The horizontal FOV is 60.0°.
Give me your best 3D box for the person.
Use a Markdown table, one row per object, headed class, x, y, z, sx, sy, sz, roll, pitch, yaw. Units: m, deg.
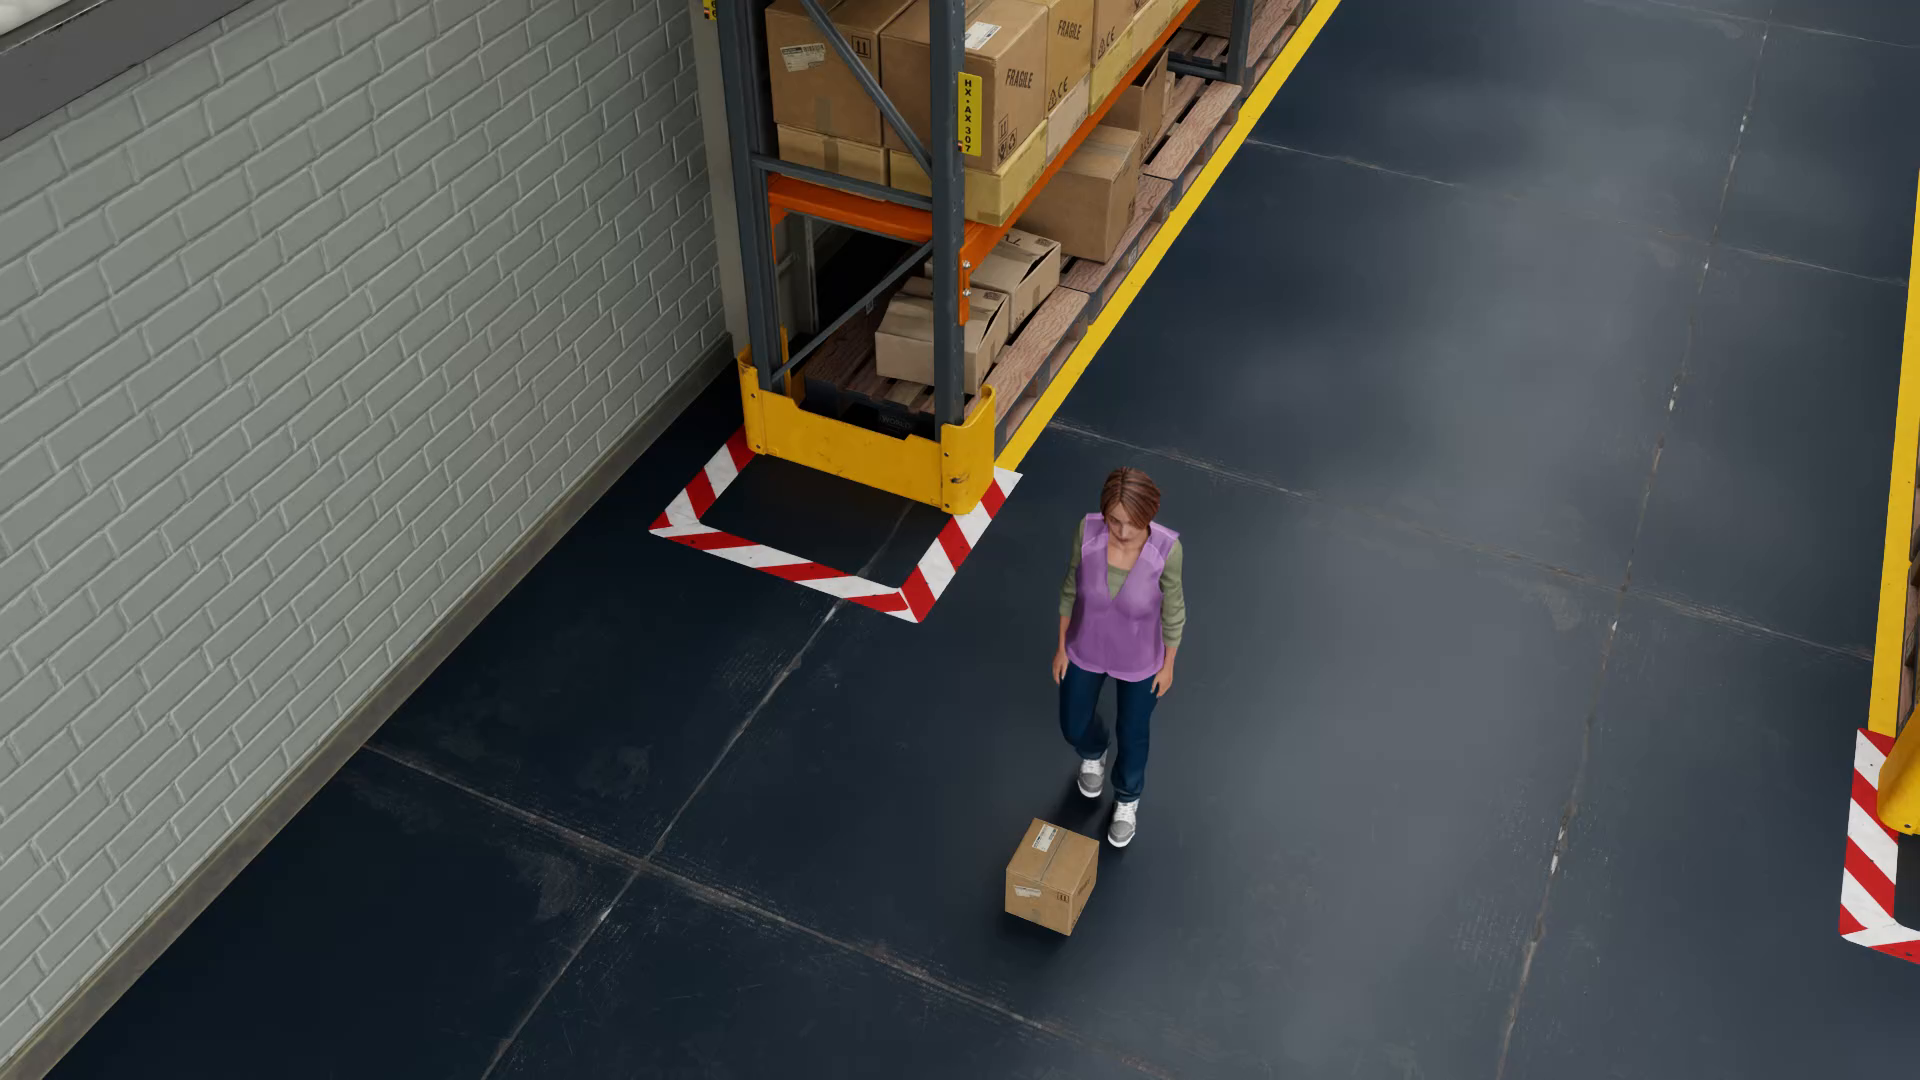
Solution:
| class | x | y | z | sx | sy | sz | roll | pitch | yaw |
| --- | --- | --- | --- | --- | --- | --- | --- | --- | --- |
| person | 0.542 | 0.393 | 5.724 | 0.429 | 1.609 | 0.412 | 12 | 44 | 13 |
